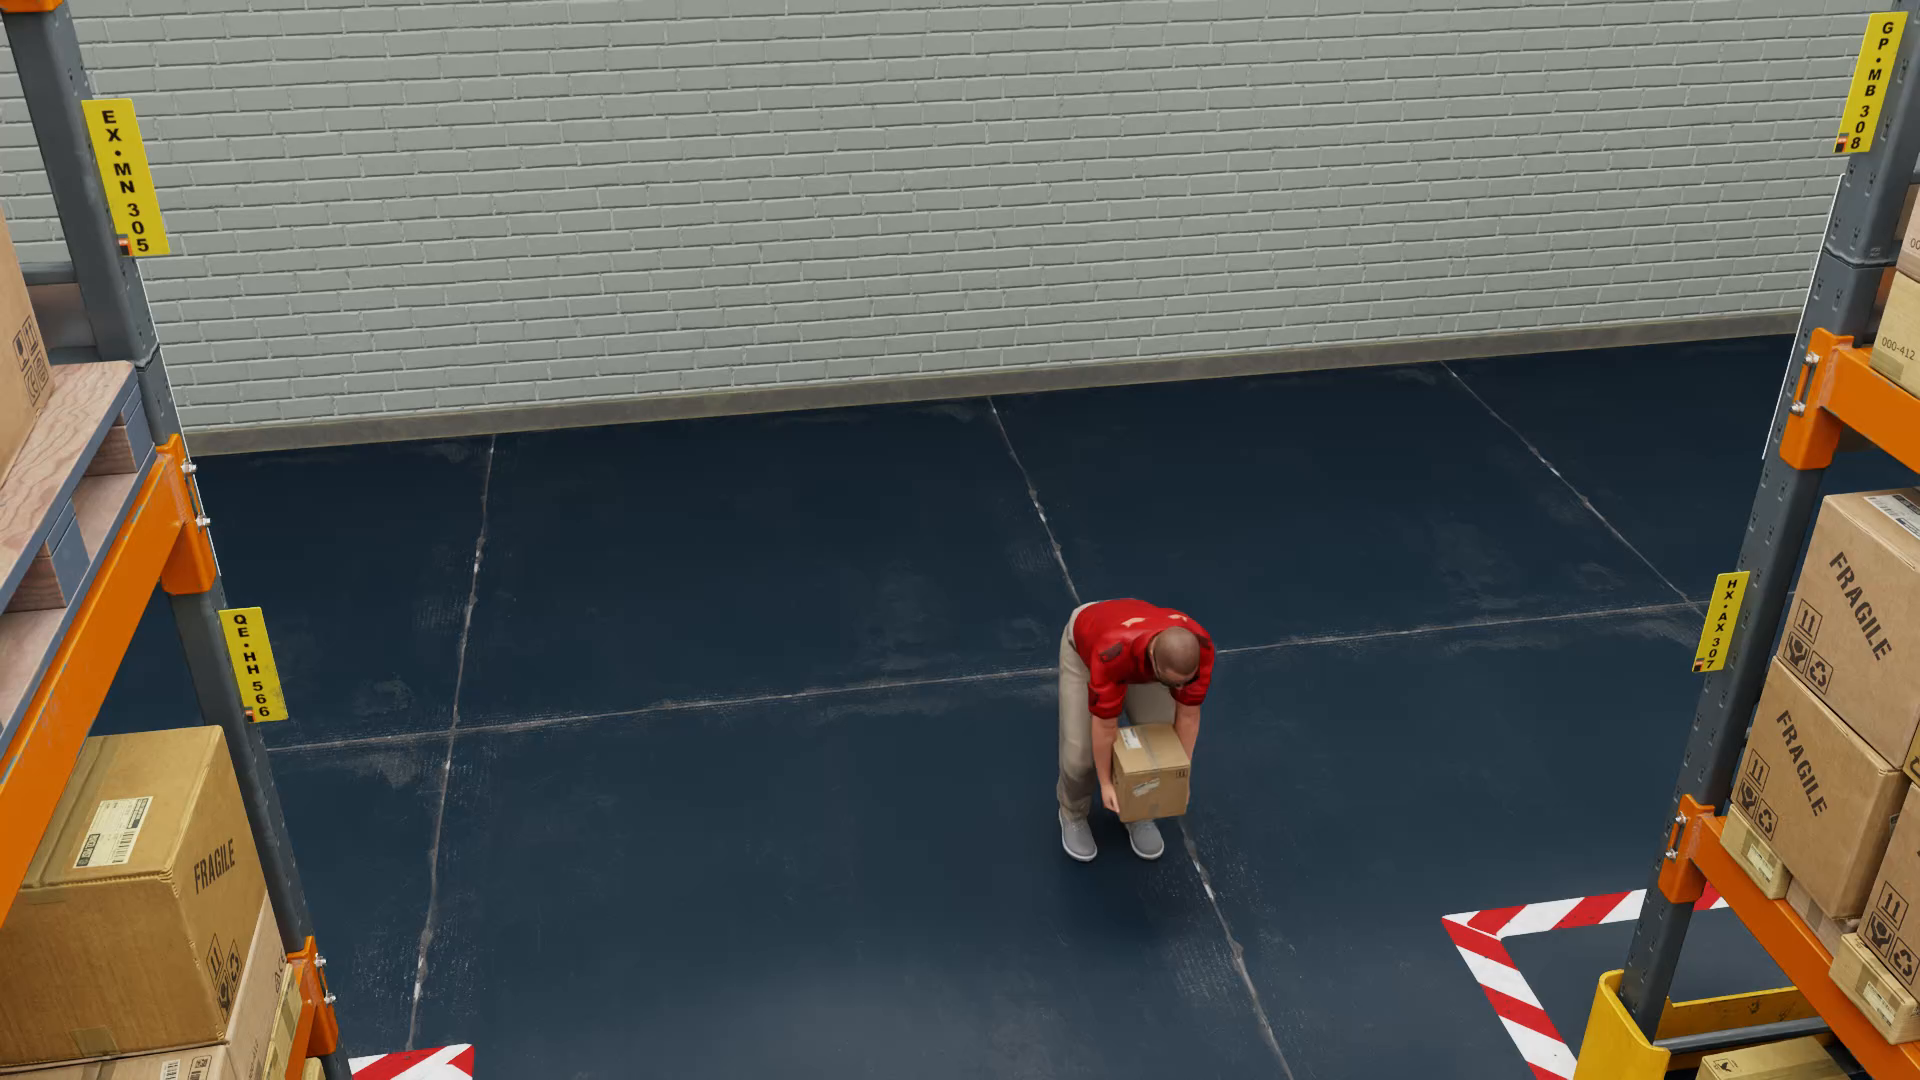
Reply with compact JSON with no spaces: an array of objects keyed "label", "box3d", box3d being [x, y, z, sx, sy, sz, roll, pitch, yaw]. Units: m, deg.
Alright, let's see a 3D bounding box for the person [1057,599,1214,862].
[{"label":"person","box3d":[0.655,0.723,6.323,0.496,1.326,0.883,-6,31,-10]}]
